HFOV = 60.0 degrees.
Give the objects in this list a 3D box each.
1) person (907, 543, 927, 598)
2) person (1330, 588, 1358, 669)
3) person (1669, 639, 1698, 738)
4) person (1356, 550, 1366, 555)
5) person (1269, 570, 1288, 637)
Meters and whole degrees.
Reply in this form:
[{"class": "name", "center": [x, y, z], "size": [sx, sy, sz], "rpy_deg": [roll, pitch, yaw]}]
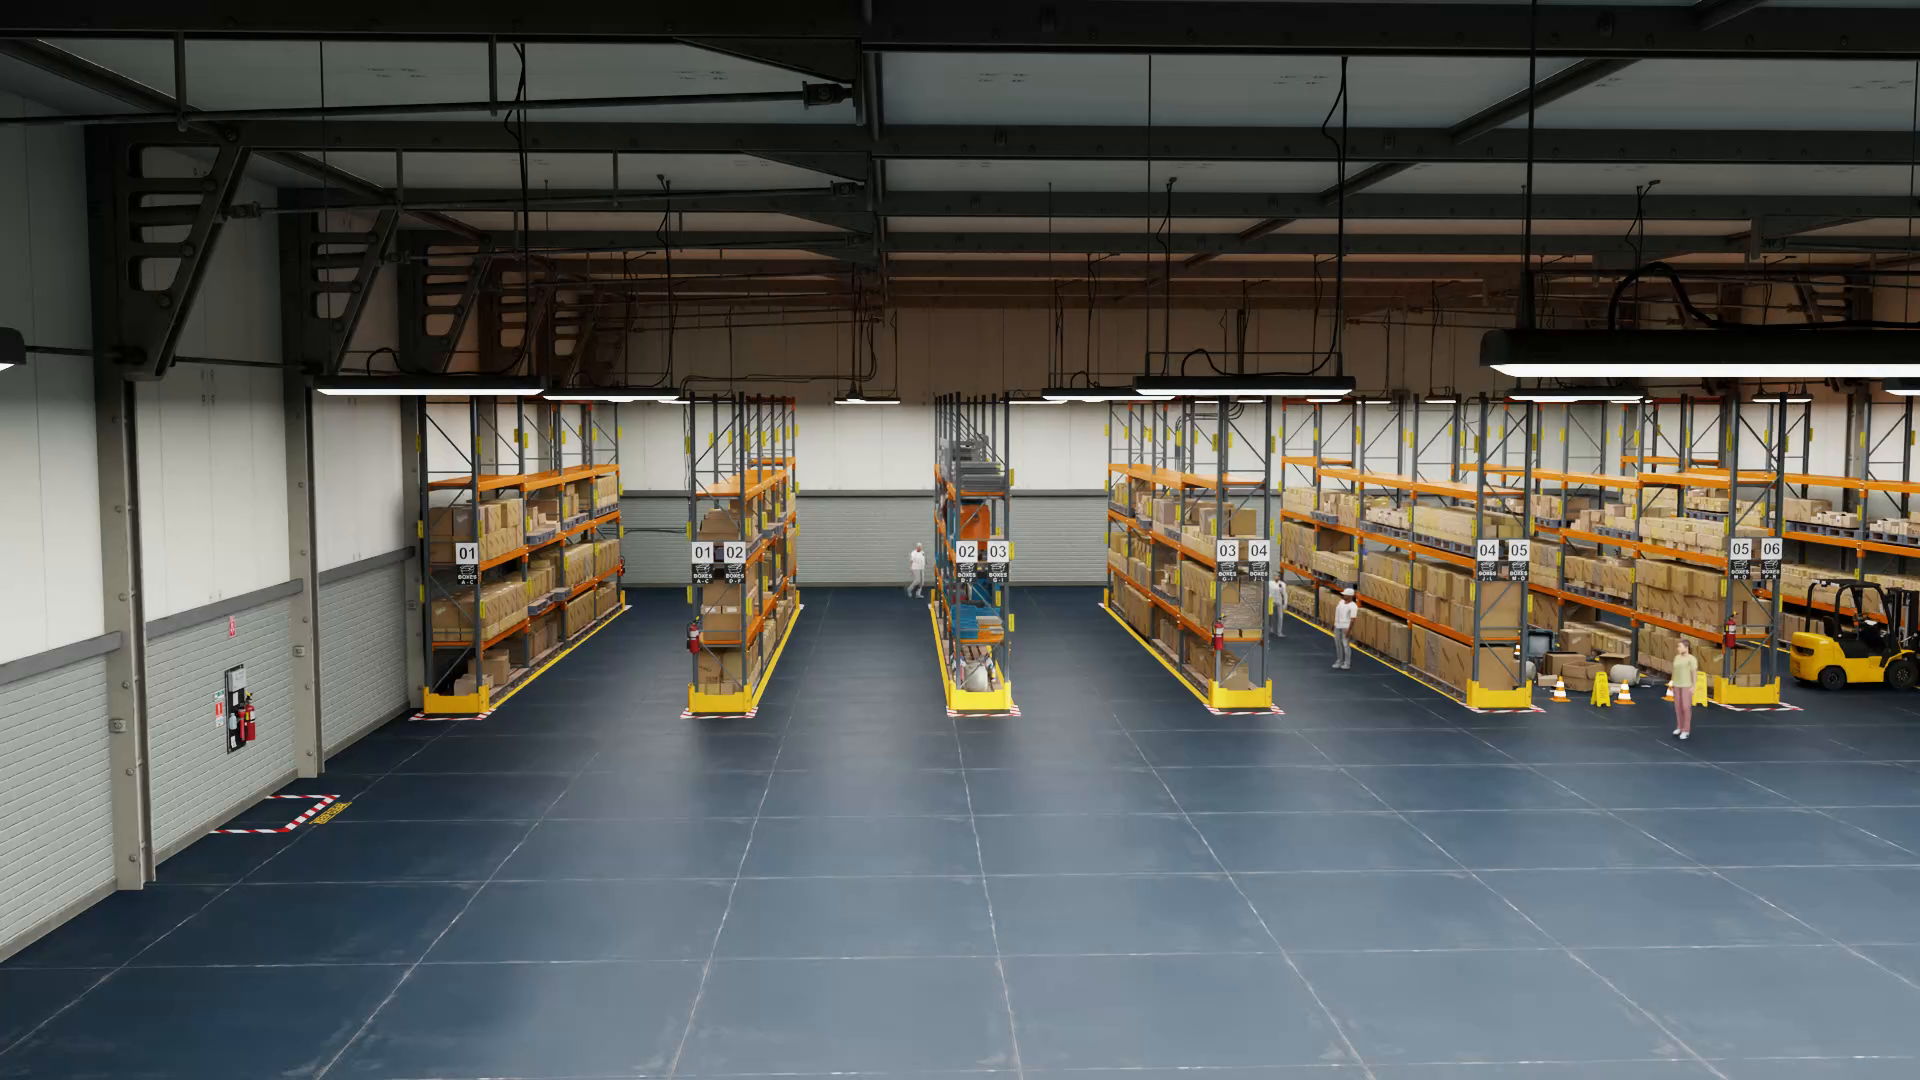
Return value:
[{"class": "person", "center": [-1.257, 0.904, 49.654], "size": [0.487, 1.653, 0.515], "rpy_deg": [3, 6, 34]}, {"class": "person", "center": [8.403, 1.936, 36.487], "size": [0.442, 1.774, 0.692], "rpy_deg": [-3, 5, -31]}, {"class": "person", "center": [12.560, 2.582, 28.920], "size": [0.458, 1.709, 0.464], "rpy_deg": [-4, 6, -41]}, {"class": "person", "center": [12.212, 0.852, 50.540], "size": [0.775, 1.618, 0.476], "rpy_deg": [-1, 5, -10]}, {"class": "person", "center": [7.894, 1.568, 41.512], "size": [0.573, 1.640, 0.951], "rpy_deg": [0, 5, 2]}]
